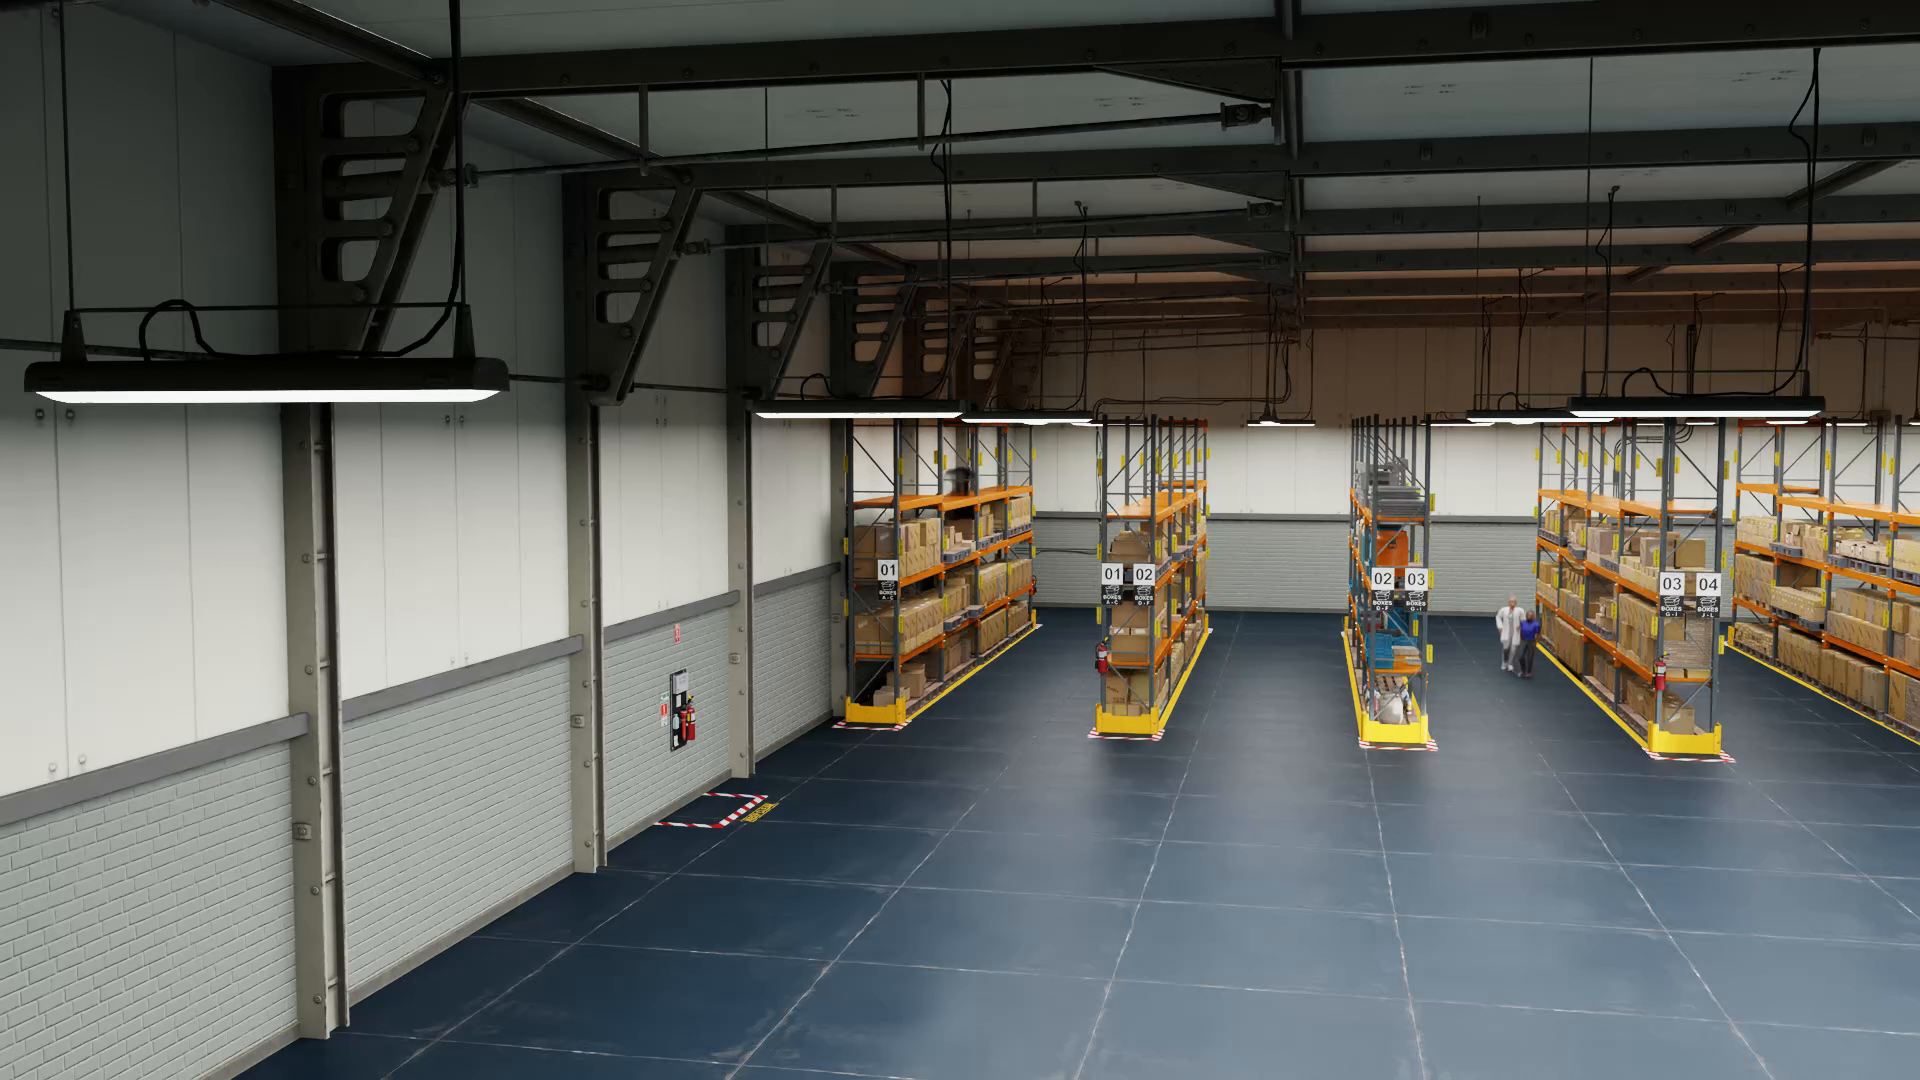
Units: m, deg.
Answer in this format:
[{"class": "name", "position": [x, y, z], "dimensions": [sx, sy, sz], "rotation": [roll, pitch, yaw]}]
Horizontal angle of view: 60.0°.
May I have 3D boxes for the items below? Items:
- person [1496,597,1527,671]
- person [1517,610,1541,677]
[{"class": "person", "position": [13.039, 2.332, 39.293], "dimensions": [0.693, 1.565, 0.714], "rotation": [1, 4, 15]}, {"class": "person", "position": [13.044, 2.388, 38.082], "dimensions": [0.534, 1.582, 0.764], "rotation": [2, 4, 28]}]
